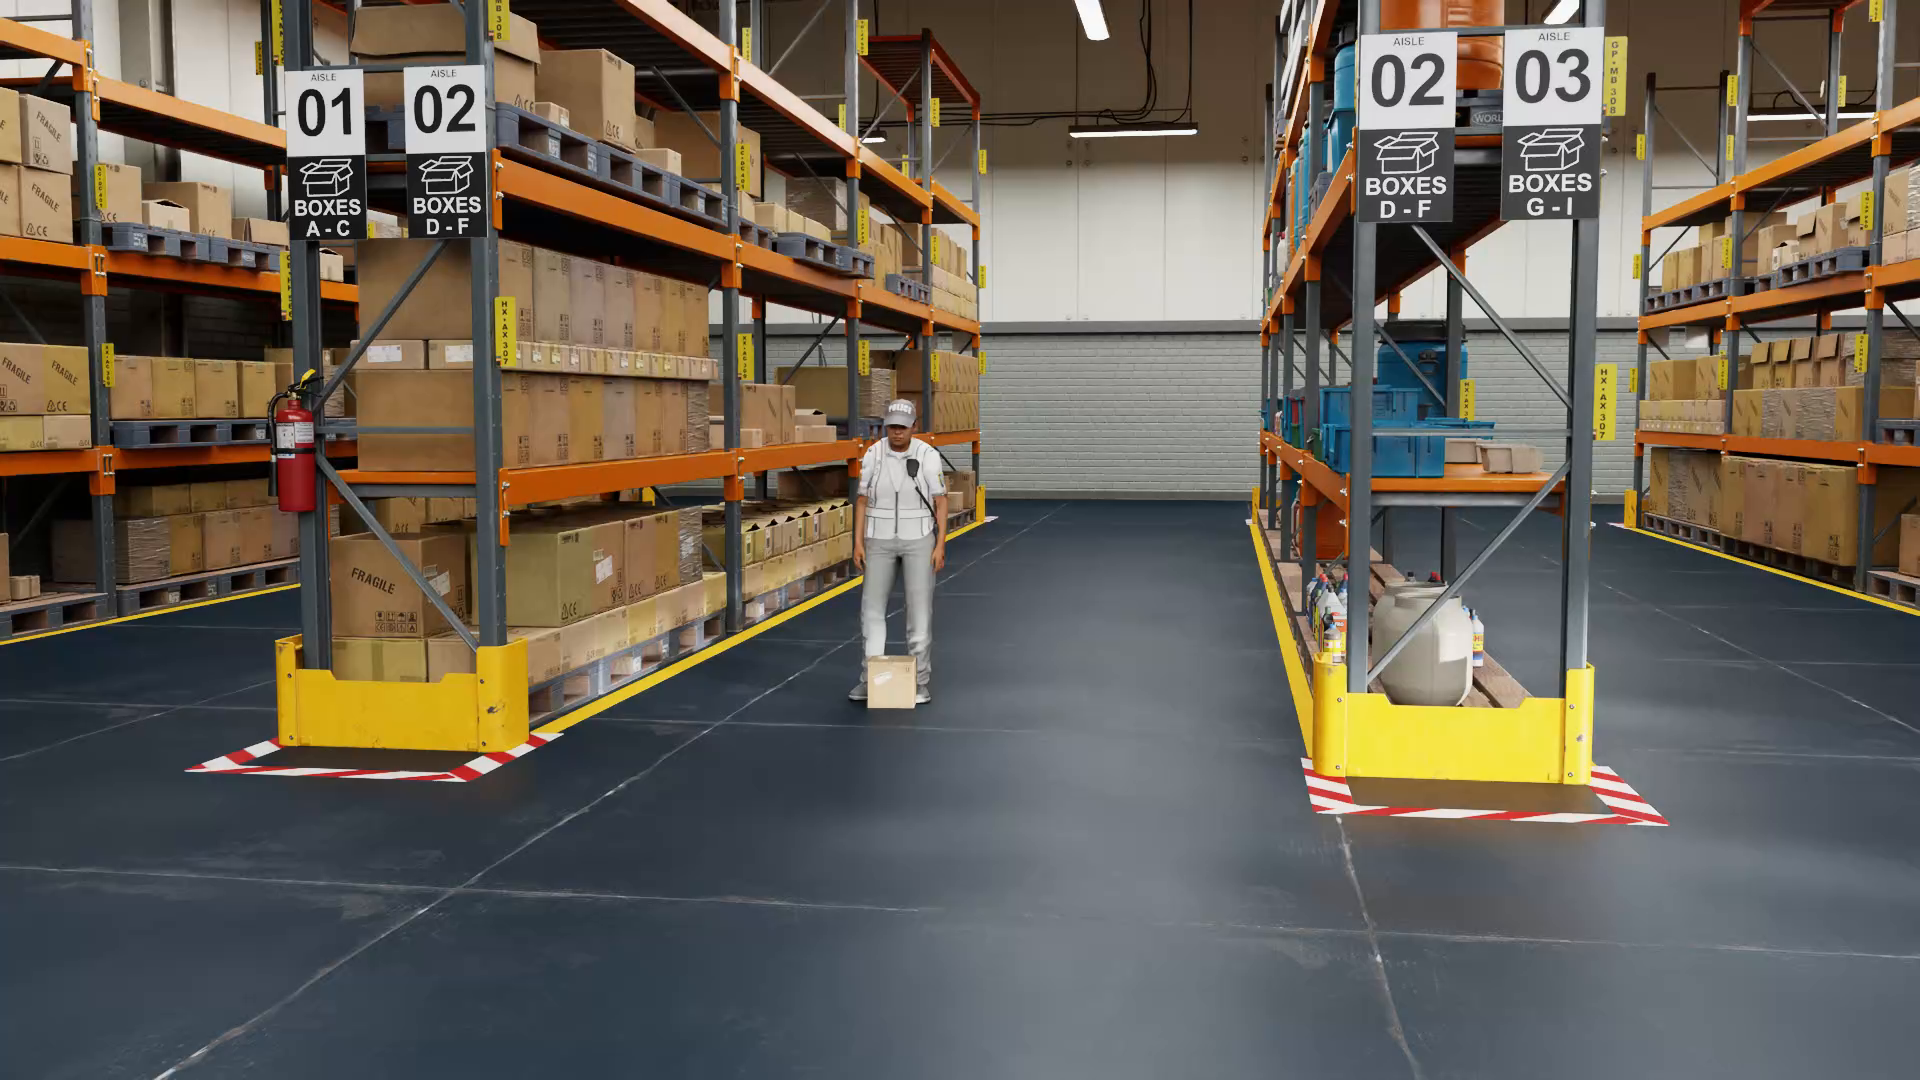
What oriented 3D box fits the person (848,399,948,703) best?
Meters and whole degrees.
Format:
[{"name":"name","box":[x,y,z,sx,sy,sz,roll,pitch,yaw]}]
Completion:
[{"name":"person","box":[-0.340,0.050,9.235,0.537,1.665,0.468,1,5,8]}]
